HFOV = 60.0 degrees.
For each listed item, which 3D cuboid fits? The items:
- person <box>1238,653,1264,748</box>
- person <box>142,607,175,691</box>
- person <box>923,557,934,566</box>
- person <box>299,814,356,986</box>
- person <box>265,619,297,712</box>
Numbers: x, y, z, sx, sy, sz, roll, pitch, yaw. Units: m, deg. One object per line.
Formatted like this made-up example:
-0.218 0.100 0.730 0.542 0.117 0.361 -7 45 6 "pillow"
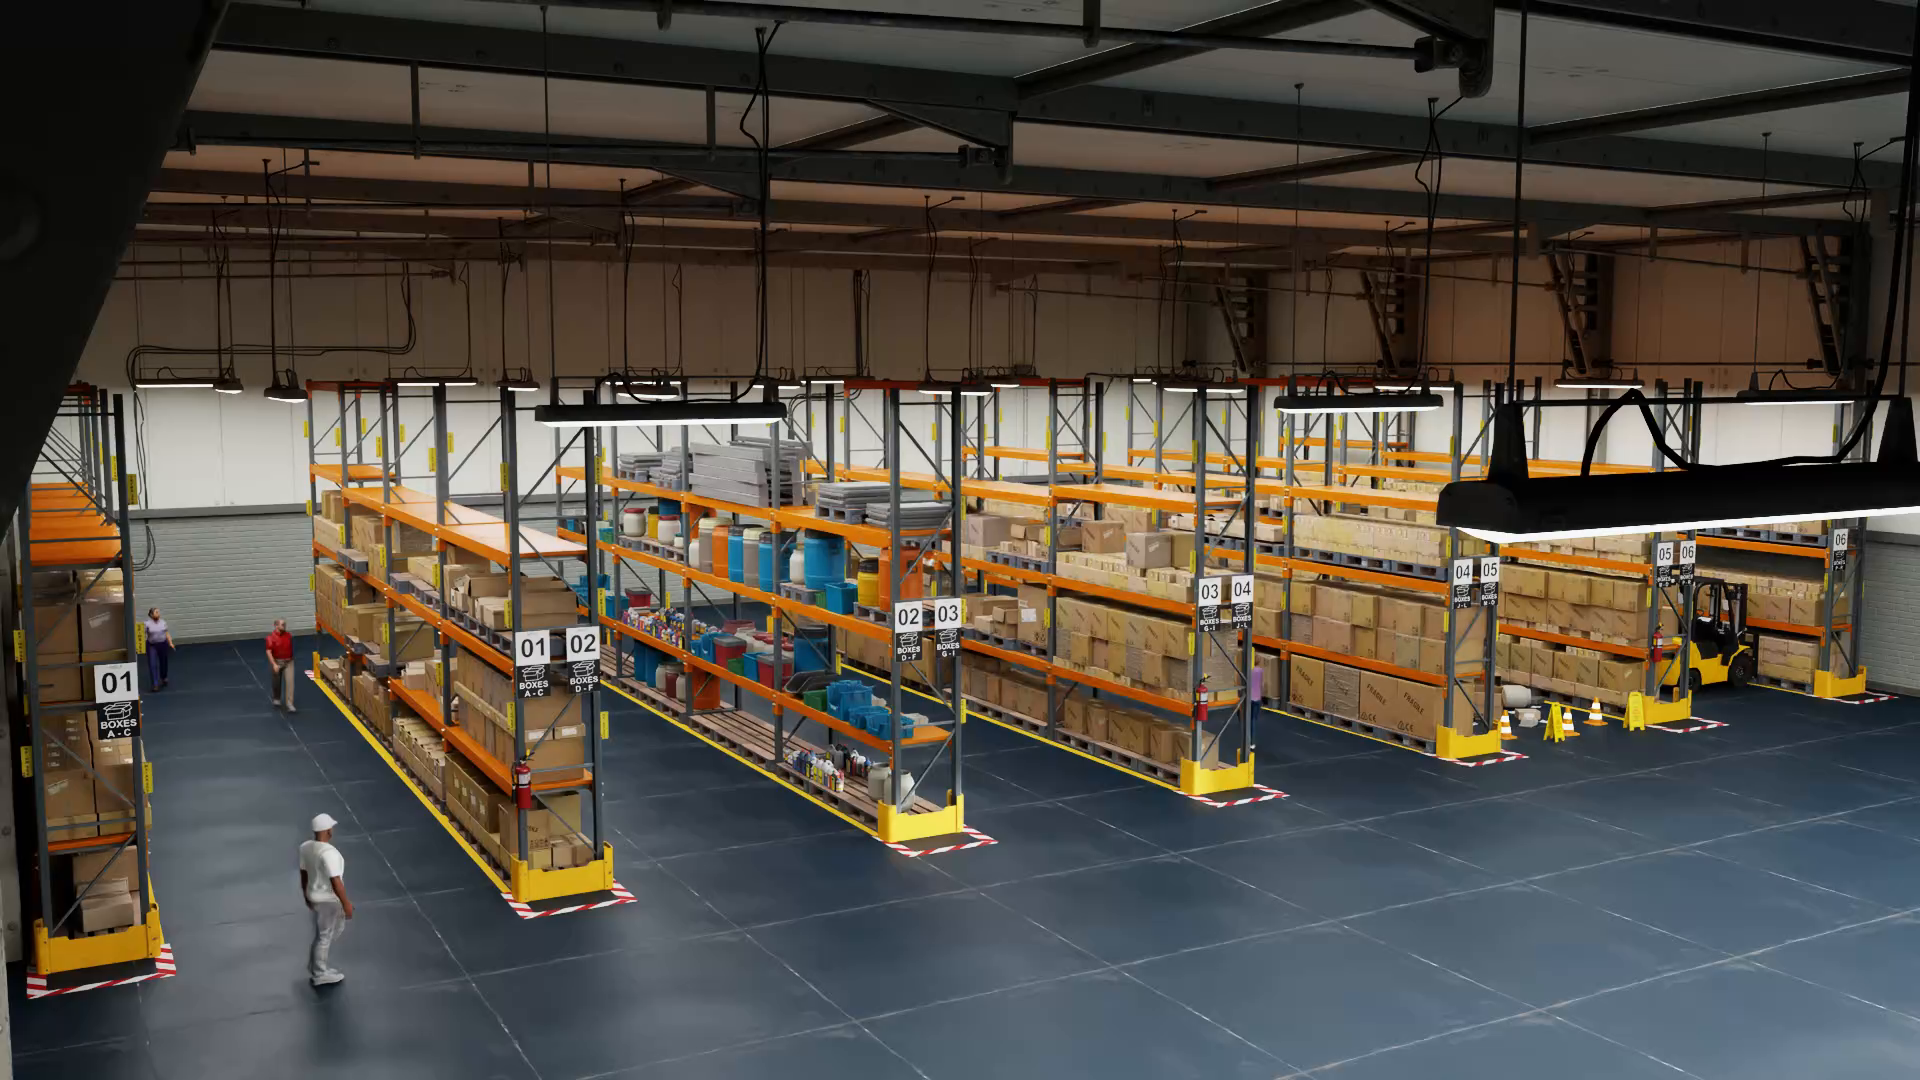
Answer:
4.789 2.626 27.303 0.405 1.596 0.420 0 6 3 "person"
-15.622 2.099 32.373 0.598 1.585 0.976 -3 7 -29 "person"
-0.798 1.062 41.323 0.972 1.743 0.651 -5 8 -40 "person"
-6.459 3.662 16.986 0.456 1.762 0.602 -4 7 -30 "person"
-12.381 2.276 30.295 0.487 1.681 1.032 -3 7 -24 "person"
